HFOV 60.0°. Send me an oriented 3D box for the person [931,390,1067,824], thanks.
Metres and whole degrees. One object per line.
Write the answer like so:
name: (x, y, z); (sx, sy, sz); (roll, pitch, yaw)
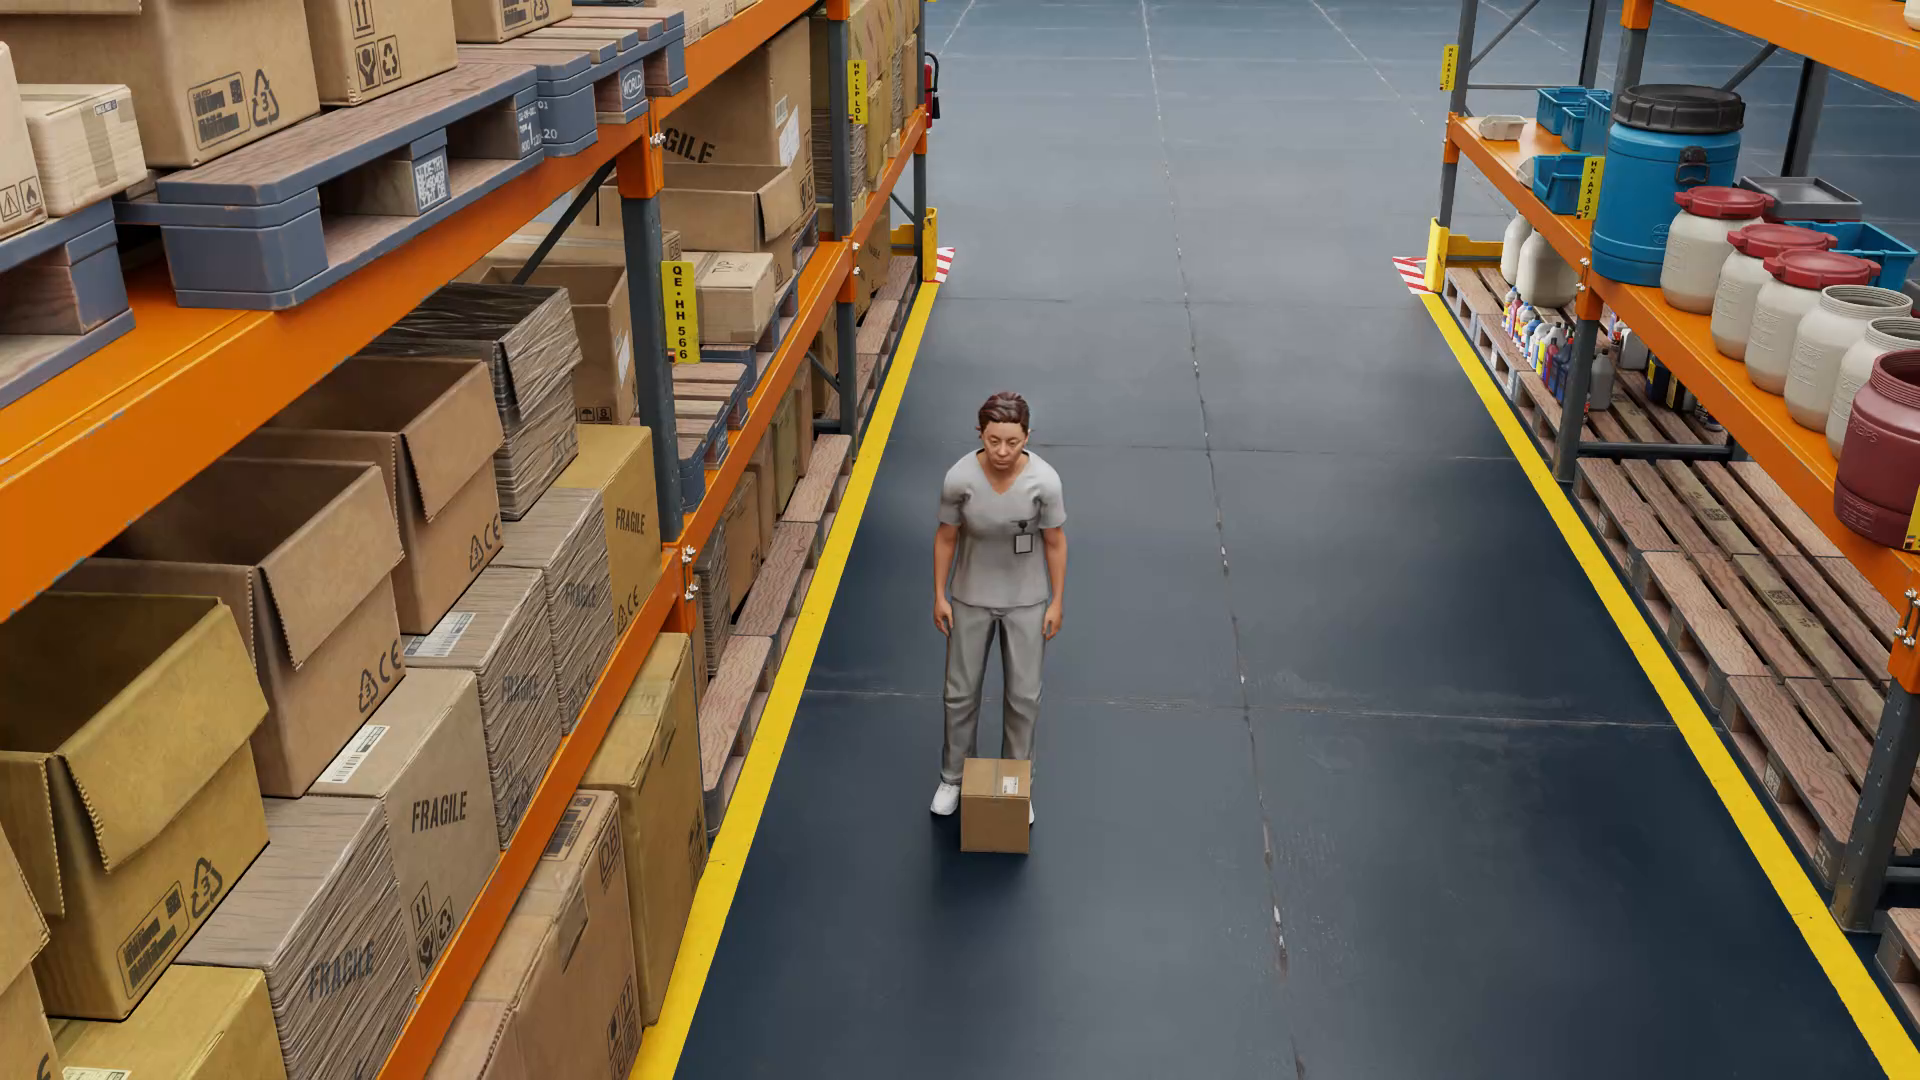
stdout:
person: (0.140, 0.245, 6.071); (0.489, 1.673, 0.404); (2, 25, 4)
